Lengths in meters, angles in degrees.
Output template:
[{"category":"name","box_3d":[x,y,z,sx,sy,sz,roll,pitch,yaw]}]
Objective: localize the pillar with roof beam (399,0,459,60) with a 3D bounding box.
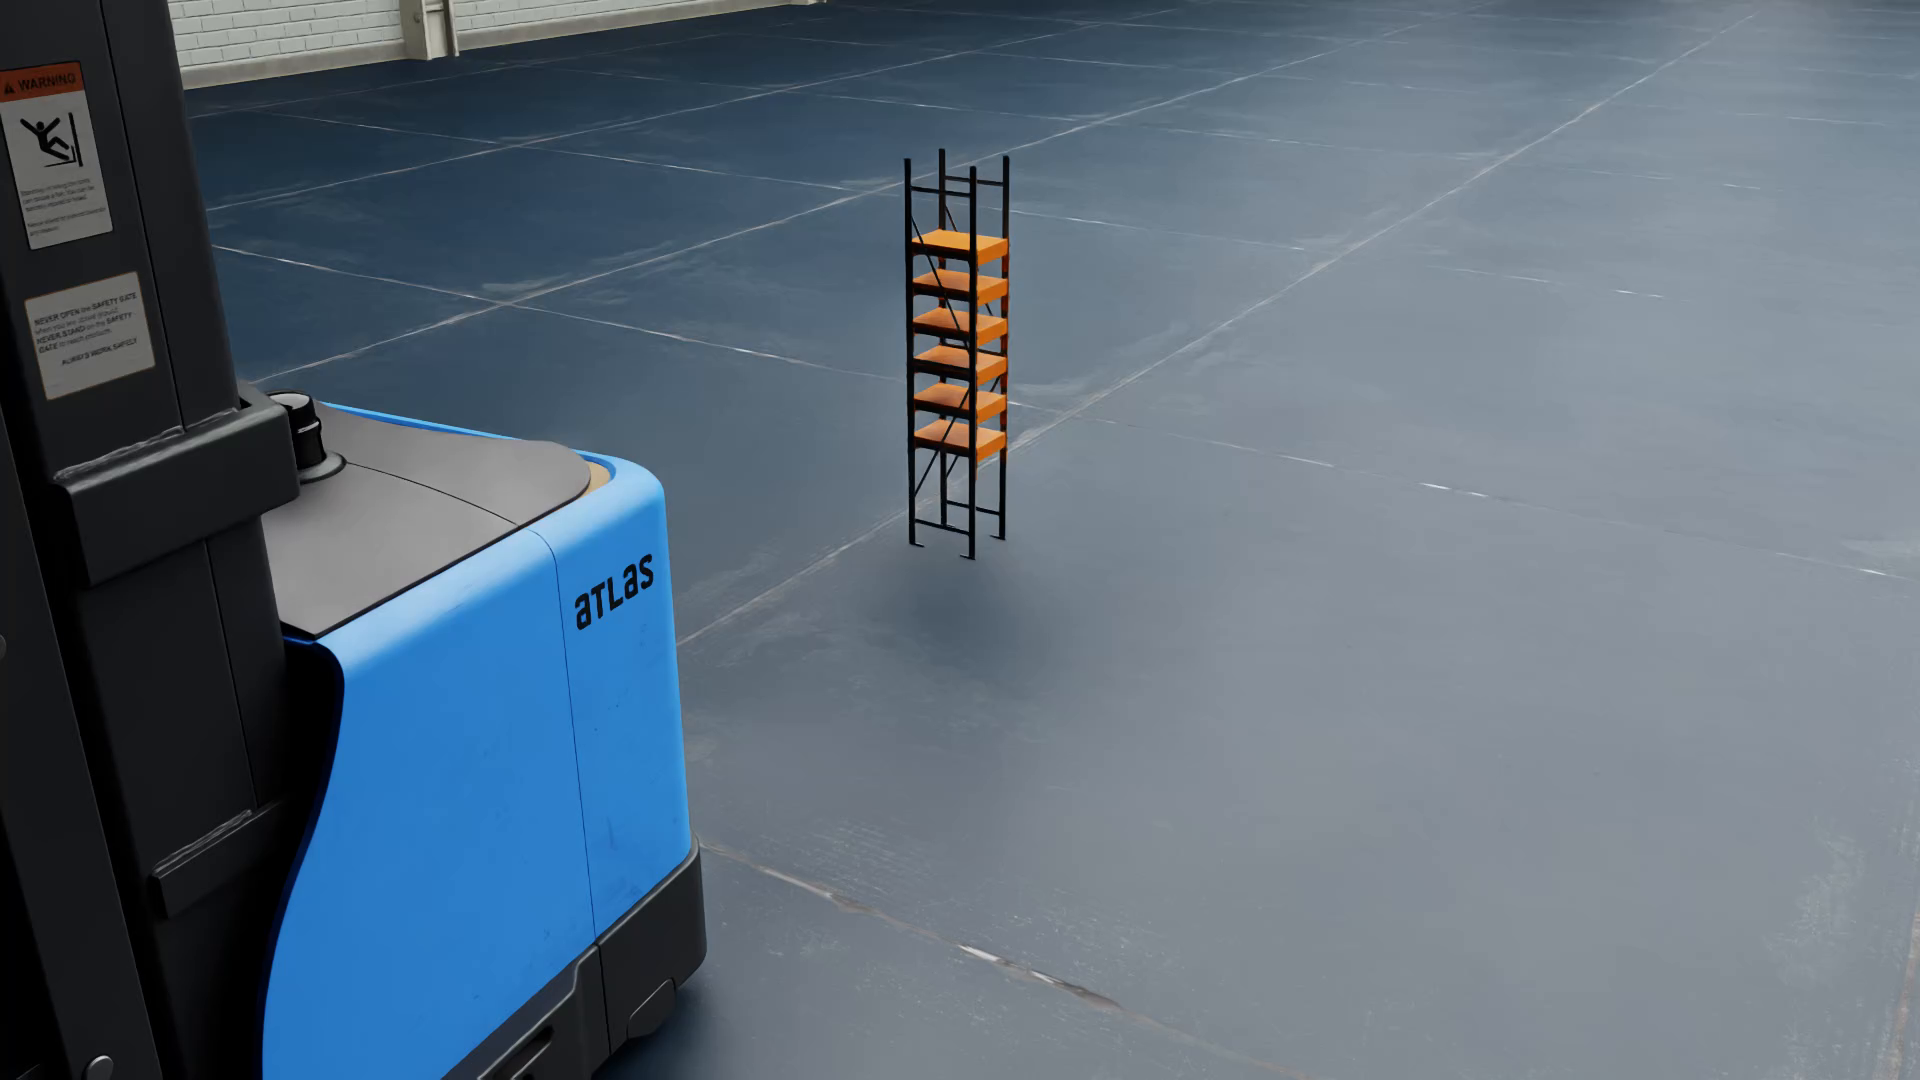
[{"category":"pillar with roof beam","box_3d":[-1.405,-7.867,12.095,9.100,9.000,0.400,14,27,29]}]

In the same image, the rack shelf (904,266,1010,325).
[{"category":"rack shelf","box_3d":[-0.008,-0.725,4.923,0.258,0.103,0.180,14,27,29]}]

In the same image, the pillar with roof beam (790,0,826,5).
[{"category":"pillar with roof beam","box_3d":[1.760,-9.892,16.773,9.100,9.000,0.400,14,27,29]}]

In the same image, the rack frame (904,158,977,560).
[{"category":"rack frame","box_3d":[-0.056,-0.515,4.929,0.240,1.200,0.006,14,27,29]}]

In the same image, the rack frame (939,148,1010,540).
[{"category":"rack frame","box_3d":[0.041,-0.577,5.072,0.240,1.200,0.006,14,27,29]}]

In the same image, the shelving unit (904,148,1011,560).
[{"category":"shelving unit","box_3d":[-0.008,-0.546,5.000,0.258,1.200,0.189,14,27,29]}]

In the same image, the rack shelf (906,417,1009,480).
[{"category":"rack shelf","box_3d":[-0.008,-0.285,5.113,0.258,0.103,0.180,14,27,29]}]

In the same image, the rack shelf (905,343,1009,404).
[{"category":"rack shelf","box_3d":[-0.008,-0.505,5.018,0.258,0.103,0.180,14,27,29]}]

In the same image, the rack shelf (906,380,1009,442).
[{"category":"rack shelf","box_3d":[-0.008,-0.395,5.066,0.258,0.103,0.180,14,27,29]}]

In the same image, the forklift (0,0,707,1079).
[{"category":"forklift","box_3d":[-1.590,-0.048,1.672,1.130,2.935,3.031,11,26,24]}]

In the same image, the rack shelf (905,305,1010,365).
[{"category":"rack shelf","box_3d":[-0.008,-0.615,4.970,0.258,0.103,0.180,14,27,29]}]

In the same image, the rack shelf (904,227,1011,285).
[{"category":"rack shelf","box_3d":[-0.008,-0.835,4.875,0.258,0.103,0.180,14,27,29]}]
